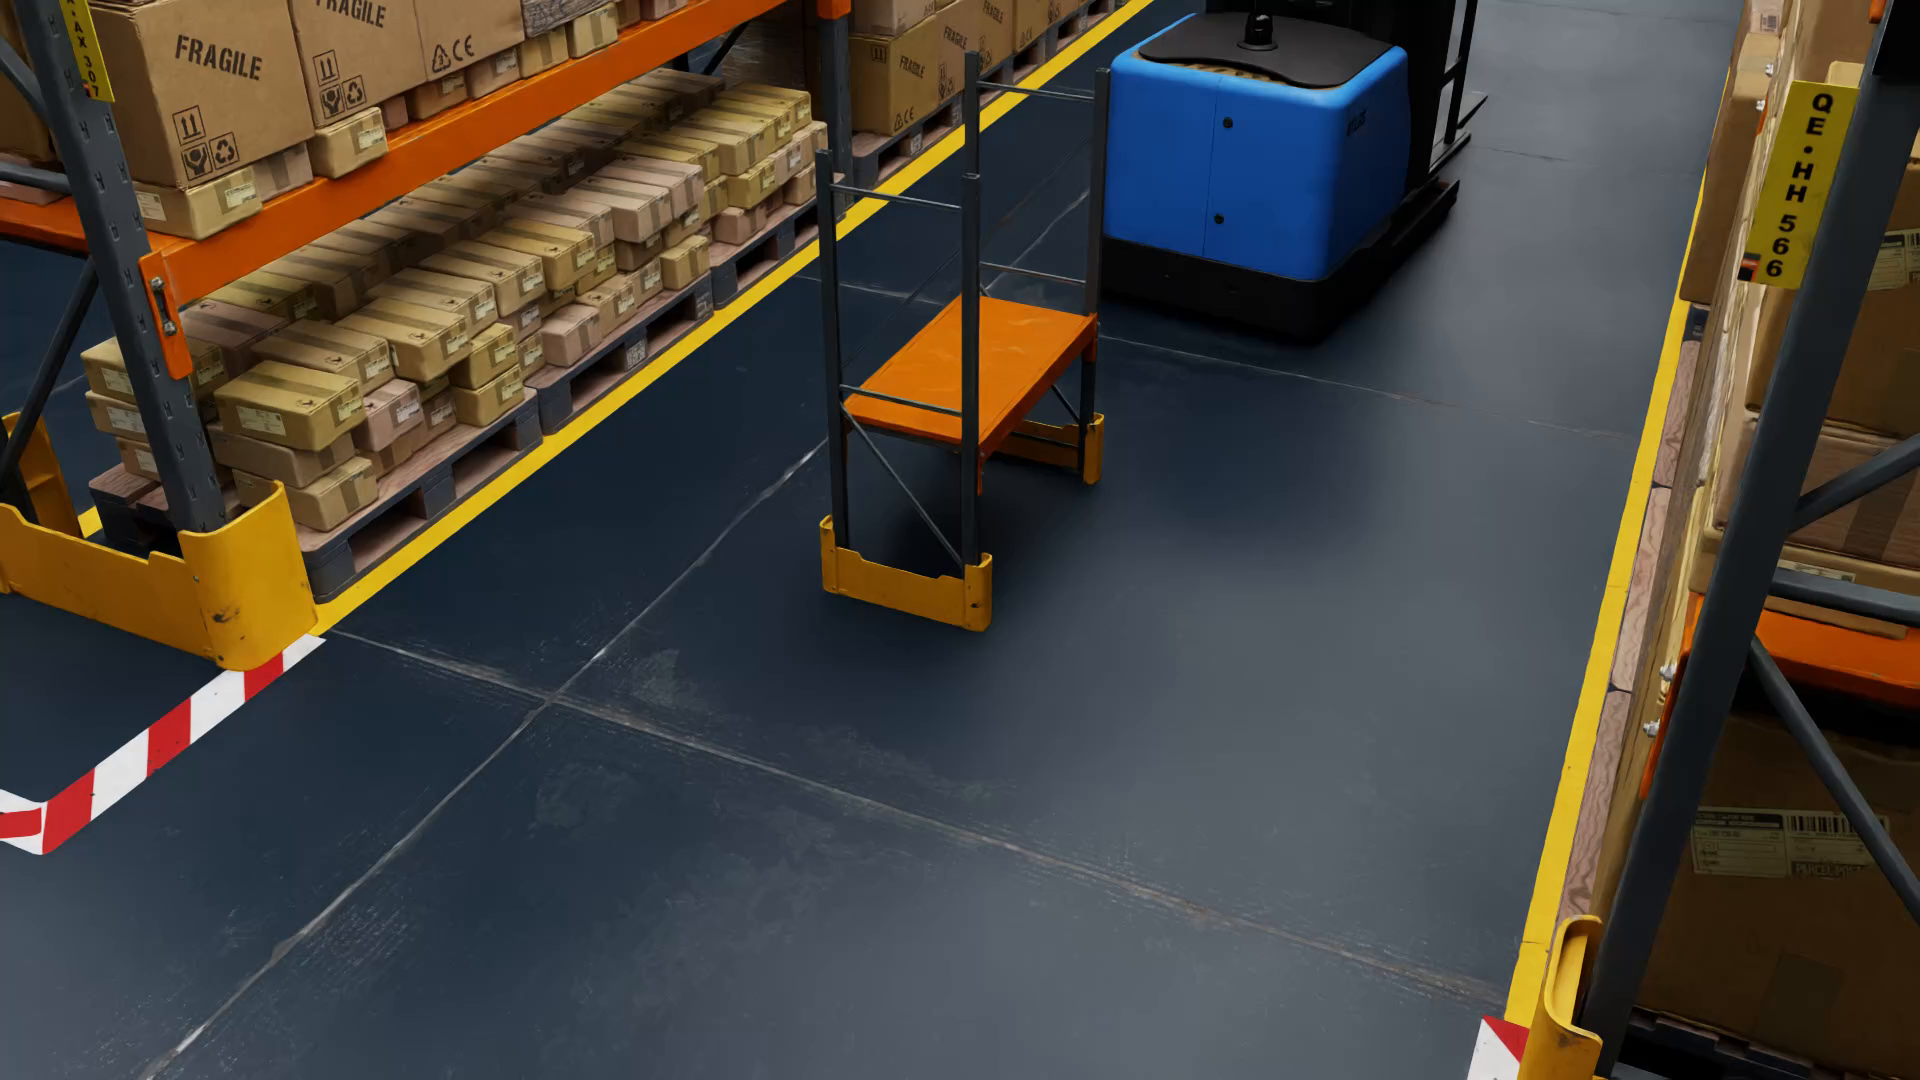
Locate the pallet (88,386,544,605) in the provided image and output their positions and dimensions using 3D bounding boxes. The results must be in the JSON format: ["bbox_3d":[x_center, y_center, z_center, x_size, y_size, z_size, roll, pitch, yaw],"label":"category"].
[{"bbox_3d":[-2.275,-0.286,5.993,1.003,0.211,1.213,14,36,20],"label":"pallet"}]

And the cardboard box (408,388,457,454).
[{"bbox_3d":[-2.036,-0.463,5.937,0.380,0.149,0.250,15,36,21],"label":"cardboard box"}]

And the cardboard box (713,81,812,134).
[{"bbox_3d":[-0.918,-2.005,7.747,0.380,0.149,0.250,15,36,22],"label":"cardboard box"}]

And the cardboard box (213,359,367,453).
[{"bbox_3d":[-2.151,-0.433,5.349,0.380,0.149,0.250,13,35,18],"label":"cardboard box"}]

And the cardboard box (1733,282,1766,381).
[{"bbox_3d":[1.958,-0.446,3.560,0.500,0.250,0.500,14,36,20],"label":"cardboard box"}]

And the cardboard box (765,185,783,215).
[{"bbox_3d":[-1.045,-1.610,7.686,0.380,0.149,0.250,15,36,22],"label":"cardboard box"}]

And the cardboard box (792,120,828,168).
[{"bbox_3d":[-0.849,-1.888,7.839,0.380,0.149,0.250,15,36,21],"label":"cardboard box"}]

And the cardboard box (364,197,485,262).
[{"bbox_3d":[-2.099,-1.209,6.532,0.380,0.149,0.250,13,35,19],"label":"cardboard box"}]

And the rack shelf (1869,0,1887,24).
[{"bbox_3d":[2.620,-1.779,3.648,1.077,0.370,4.000,14,36,20],"label":"rack shelf"}]

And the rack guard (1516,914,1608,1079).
[{"bbox_3d":[1.774,1.228,3.421,1.175,0.500,0.348,14,36,20],"label":"rack guard"}]

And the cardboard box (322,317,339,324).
[{"bbox_3d":[-2.296,-0.823,6.216,0.380,0.149,0.250,14,36,20],"label":"cardboard box"}]

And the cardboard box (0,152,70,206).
[{"bbox_3d":[-2.799,-1.140,4.982,0.380,0.149,0.250,14,36,21],"label":"cardboard box"}]

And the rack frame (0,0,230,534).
[{"bbox_3d":[-2.679,-1.018,4.566,1.000,3.000,0.127,14,36,20],"label":"rack frame"}]

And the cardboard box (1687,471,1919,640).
[{"bbox_3d":[1.633,0.023,3.209,0.380,0.149,0.250,15,36,21],"label":"cardboard box"}]

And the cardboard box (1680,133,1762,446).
[{"bbox_3d":[3.108,-0.798,5.787,0.875,0.875,0.875,14,36,20],"label":"cardboard box"}]

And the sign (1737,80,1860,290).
[{"bbox_3d":[1.297,-0.544,2.572,0.100,0.325,0.005,14,36,20],"label":"sign"}]

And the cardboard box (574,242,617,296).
[{"bbox_3d":[-1.610,-1.127,6.679,0.380,0.149,0.250,16,36,23],"label":"cardboard box"}]

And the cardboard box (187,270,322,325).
[{"bbox_3d":[-2.538,-0.842,5.973,0.380,0.149,0.250,13,36,19],"label":"cardboard box"}]

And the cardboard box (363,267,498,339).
[{"bbox_3d":[-1.895,-0.836,5.964,0.380,0.149,0.250,12,35,18],"label":"cardboard box"}]

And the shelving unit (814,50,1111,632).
[{"bbox_3d":[0.032,-0.665,5.397,0.587,1.500,1.083,14,36,20],"label":"shelving unit"}]

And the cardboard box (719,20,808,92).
[{"bbox_3d":[-0.925,-2.566,8.825,0.500,0.500,0.500,13,36,20],"label":"cardboard box"}]

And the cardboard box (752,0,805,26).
[{"bbox_3d":[-0.924,-2.883,8.623,0.500,0.250,0.500,13,36,19],"label":"cardboard box"}]

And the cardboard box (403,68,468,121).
[{"bbox_3d":[-1.896,-1.547,5.602,0.380,0.149,0.250,14,36,20],"label":"cardboard box"}]

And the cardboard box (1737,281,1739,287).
[{"bbox_3d":[2.273,-0.739,4.370,0.380,0.149,0.250,15,36,21],"label":"cardboard box"}]

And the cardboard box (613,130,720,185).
[{"bbox_3d":[-1.266,-1.632,7.177,0.380,0.149,0.250,15,36,22],"label":"cardboard box"}]

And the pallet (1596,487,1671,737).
[{"bbox_3d":[2.559,0.315,5.077,1.003,0.211,1.213,14,36,20],"label":"pallet"}]

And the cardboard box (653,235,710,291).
[{"bbox_3d":[-1.293,-1.204,7.068,0.380,0.149,0.250,14,36,20],"label":"cardboard box"}]

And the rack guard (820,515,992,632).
[{"bbox_3d":[-0.176,0.106,5.361,0.587,0.250,0.087,14,36,20],"label":"rack guard"}]

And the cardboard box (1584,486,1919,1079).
[{"bbox_3d":[1.979,0.546,3.736,0.875,0.875,0.875,14,36,20],"label":"cardboard box"}]

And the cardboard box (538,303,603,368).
[{"bbox_3d":[-1.626,-0.818,6.479,0.380,0.149,0.250,12,35,18],"label":"cardboard box"}]

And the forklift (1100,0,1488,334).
[{"bbox_3d":[1.799,-2.857,7.435,1.130,2.935,3.031,18,37,26],"label":"forklift"}]

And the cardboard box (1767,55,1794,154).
[{"bbox_3d":[2.598,-1.204,4.715,0.500,0.250,0.500,15,36,22],"label":"cardboard box"}]

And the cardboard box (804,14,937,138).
[{"bbox_3d":[-0.456,-2.447,8.643,0.500,0.500,0.500,16,36,22],"label":"cardboard box"}]

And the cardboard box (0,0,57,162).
[{"bbox_3d":[-2.725,-1.467,4.889,0.500,0.500,0.500,15,36,21],"label":"cardboard box"}]

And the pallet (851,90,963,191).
[{"bbox_3d":[-0.681,-2.232,8.961,1.003,0.211,1.213,14,36,20],"label":"pallet"}]

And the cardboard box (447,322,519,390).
[{"bbox_3d":[-1.833,-0.696,6.022,0.380,0.149,0.250,15,36,22],"label":"cardboard box"}]

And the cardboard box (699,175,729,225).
[{"bbox_3d":[-1.241,-1.510,7.263,0.380,0.149,0.250,15,36,21],"label":"cardboard box"}]

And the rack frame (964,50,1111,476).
[{"bbox_3d":[0.248,-0.923,5.790,0.500,1.500,0.032,14,36,20],"label":"rack frame"}]

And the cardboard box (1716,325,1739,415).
[{"bbox_3d":[1.953,-0.357,3.787,0.380,0.149,0.250,15,36,21],"label":"cardboard box"}]

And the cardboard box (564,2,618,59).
[{"bbox_3d":[-1.501,-1.914,6.162,0.380,0.149,0.250,15,36,21],"label":"cardboard box"}]

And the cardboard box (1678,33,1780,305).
[{"bbox_3d":[3.707,-1.432,6.753,1.225,0.875,0.875,14,36,21],"label":"cardboard box"}]

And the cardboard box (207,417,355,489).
[{"bbox_3d":[-2.227,-0.327,5.460,0.380,0.149,0.250,16,36,22],"label":"cardboard box"}]

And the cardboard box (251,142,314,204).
[{"bbox_3d":[-2.177,-1.135,4.974,0.380,0.149,0.250,15,36,22],"label":"cardboard box"}]

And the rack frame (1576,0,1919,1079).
[{"bbox_3d":[1.781,0.170,2.755,0.949,2.616,0.053,14,36,20],"label":"rack frame"}]

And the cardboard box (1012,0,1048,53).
[{"bbox_3d":[0.203,-3.220,9.821,0.500,0.500,0.500,13,35,18],"label":"cardboard box"}]

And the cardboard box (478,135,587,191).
[{"bbox_3d":[-1.837,-1.614,7.150,0.380,0.149,0.250,15,36,21],"label":"cardboard box"}]

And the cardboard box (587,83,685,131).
[{"bbox_3d":[-1.507,-1.994,7.730,0.380,0.149,0.250,16,36,23],"label":"cardboard box"}]

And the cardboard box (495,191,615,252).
[{"bbox_3d":[-1.600,-1.240,6.580,0.380,0.149,0.250,14,36,21],"label":"cardboard box"}]

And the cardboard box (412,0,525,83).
[{"bbox_3d":[-1.823,-1.858,5.485,0.500,0.500,0.500,15,36,21],"label":"cardboard box"}]

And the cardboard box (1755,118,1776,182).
[{"bbox_3d":[2.596,-1.125,4.959,0.380,0.149,0.250,14,36,20],"label":"cardboard box"}]

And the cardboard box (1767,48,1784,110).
[{"bbox_3d":[2.921,-1.515,5.554,0.380,0.149,0.250,13,35,19],"label":"cardboard box"}]

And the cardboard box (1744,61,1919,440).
[{"bbox_3d":[1.749,-0.508,2.970,0.500,0.500,0.500,15,36,21],"label":"cardboard box"}]
